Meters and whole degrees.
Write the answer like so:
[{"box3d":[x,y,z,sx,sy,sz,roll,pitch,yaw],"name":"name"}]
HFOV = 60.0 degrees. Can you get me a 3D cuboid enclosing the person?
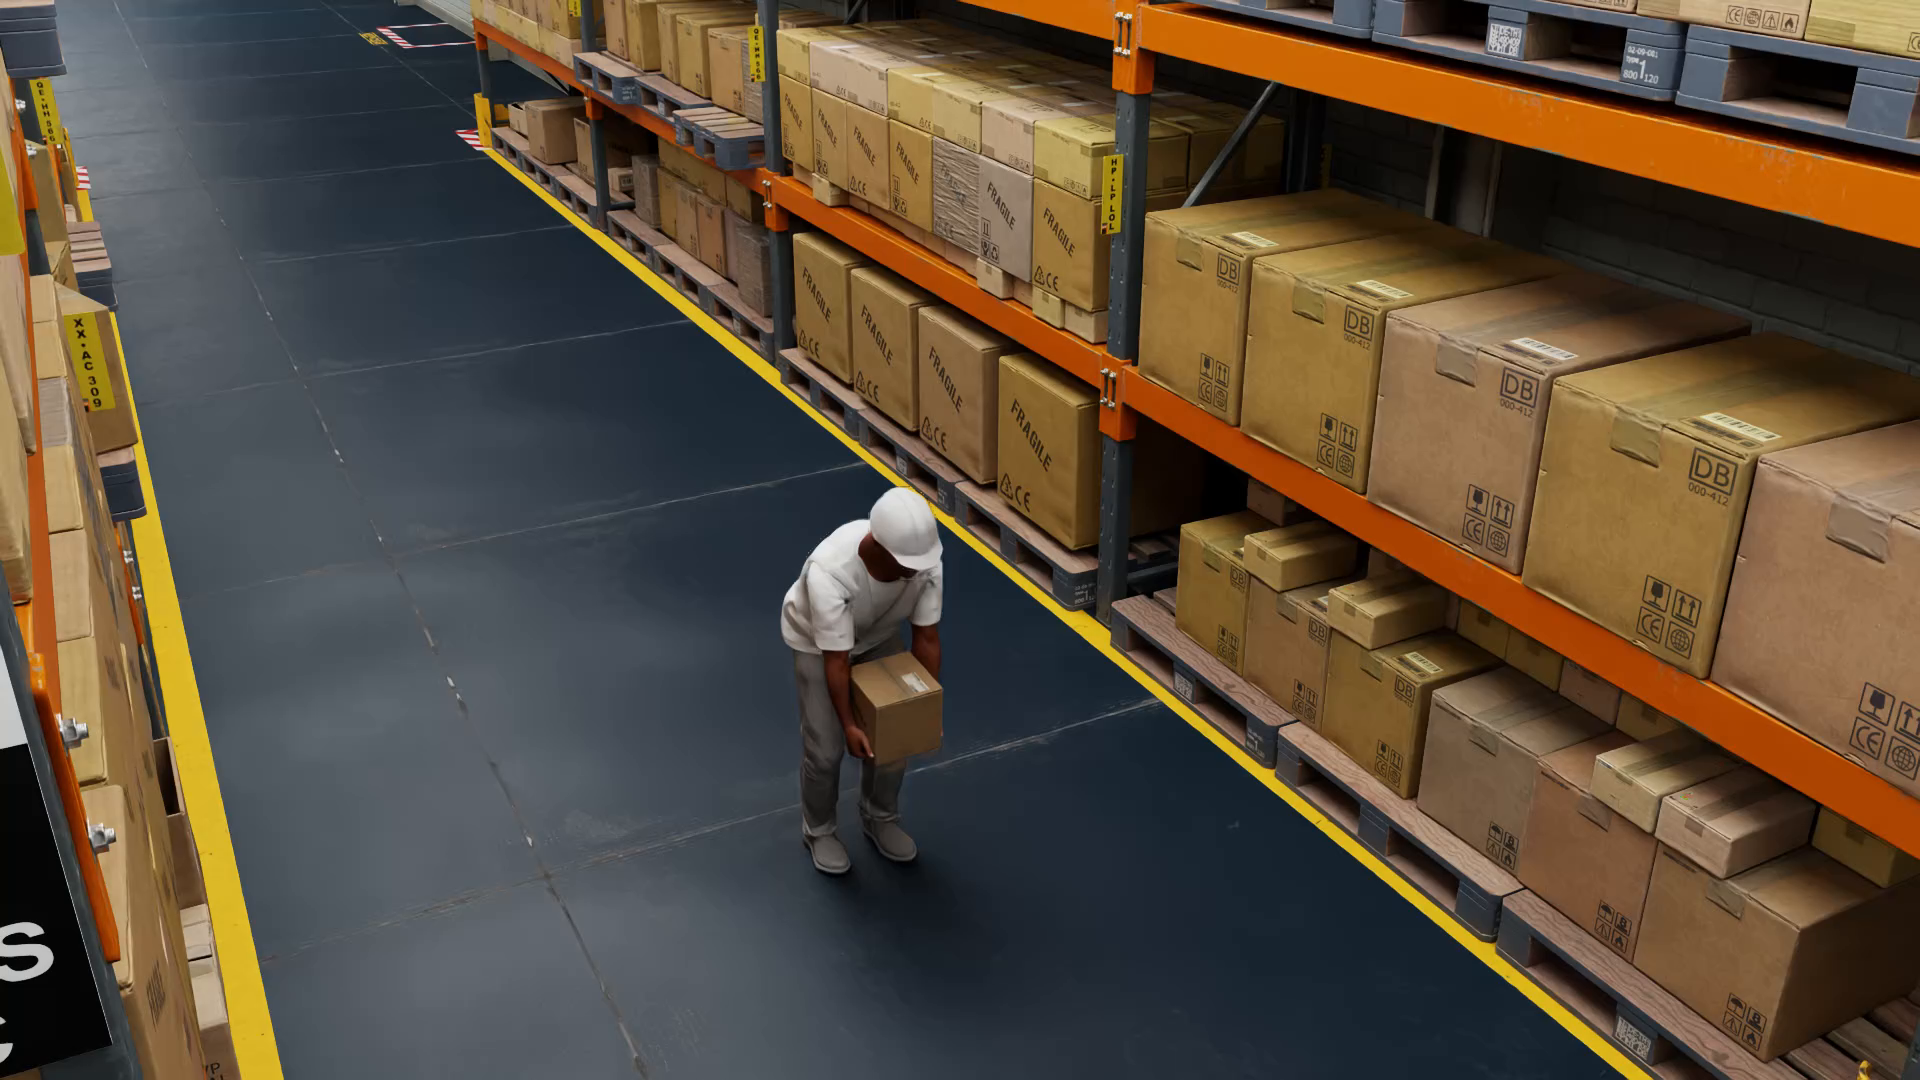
[{"box3d":[-0.301,0.475,5.786,0.489,1.588,0.763,-14,29,-26],"name":"person"}]
